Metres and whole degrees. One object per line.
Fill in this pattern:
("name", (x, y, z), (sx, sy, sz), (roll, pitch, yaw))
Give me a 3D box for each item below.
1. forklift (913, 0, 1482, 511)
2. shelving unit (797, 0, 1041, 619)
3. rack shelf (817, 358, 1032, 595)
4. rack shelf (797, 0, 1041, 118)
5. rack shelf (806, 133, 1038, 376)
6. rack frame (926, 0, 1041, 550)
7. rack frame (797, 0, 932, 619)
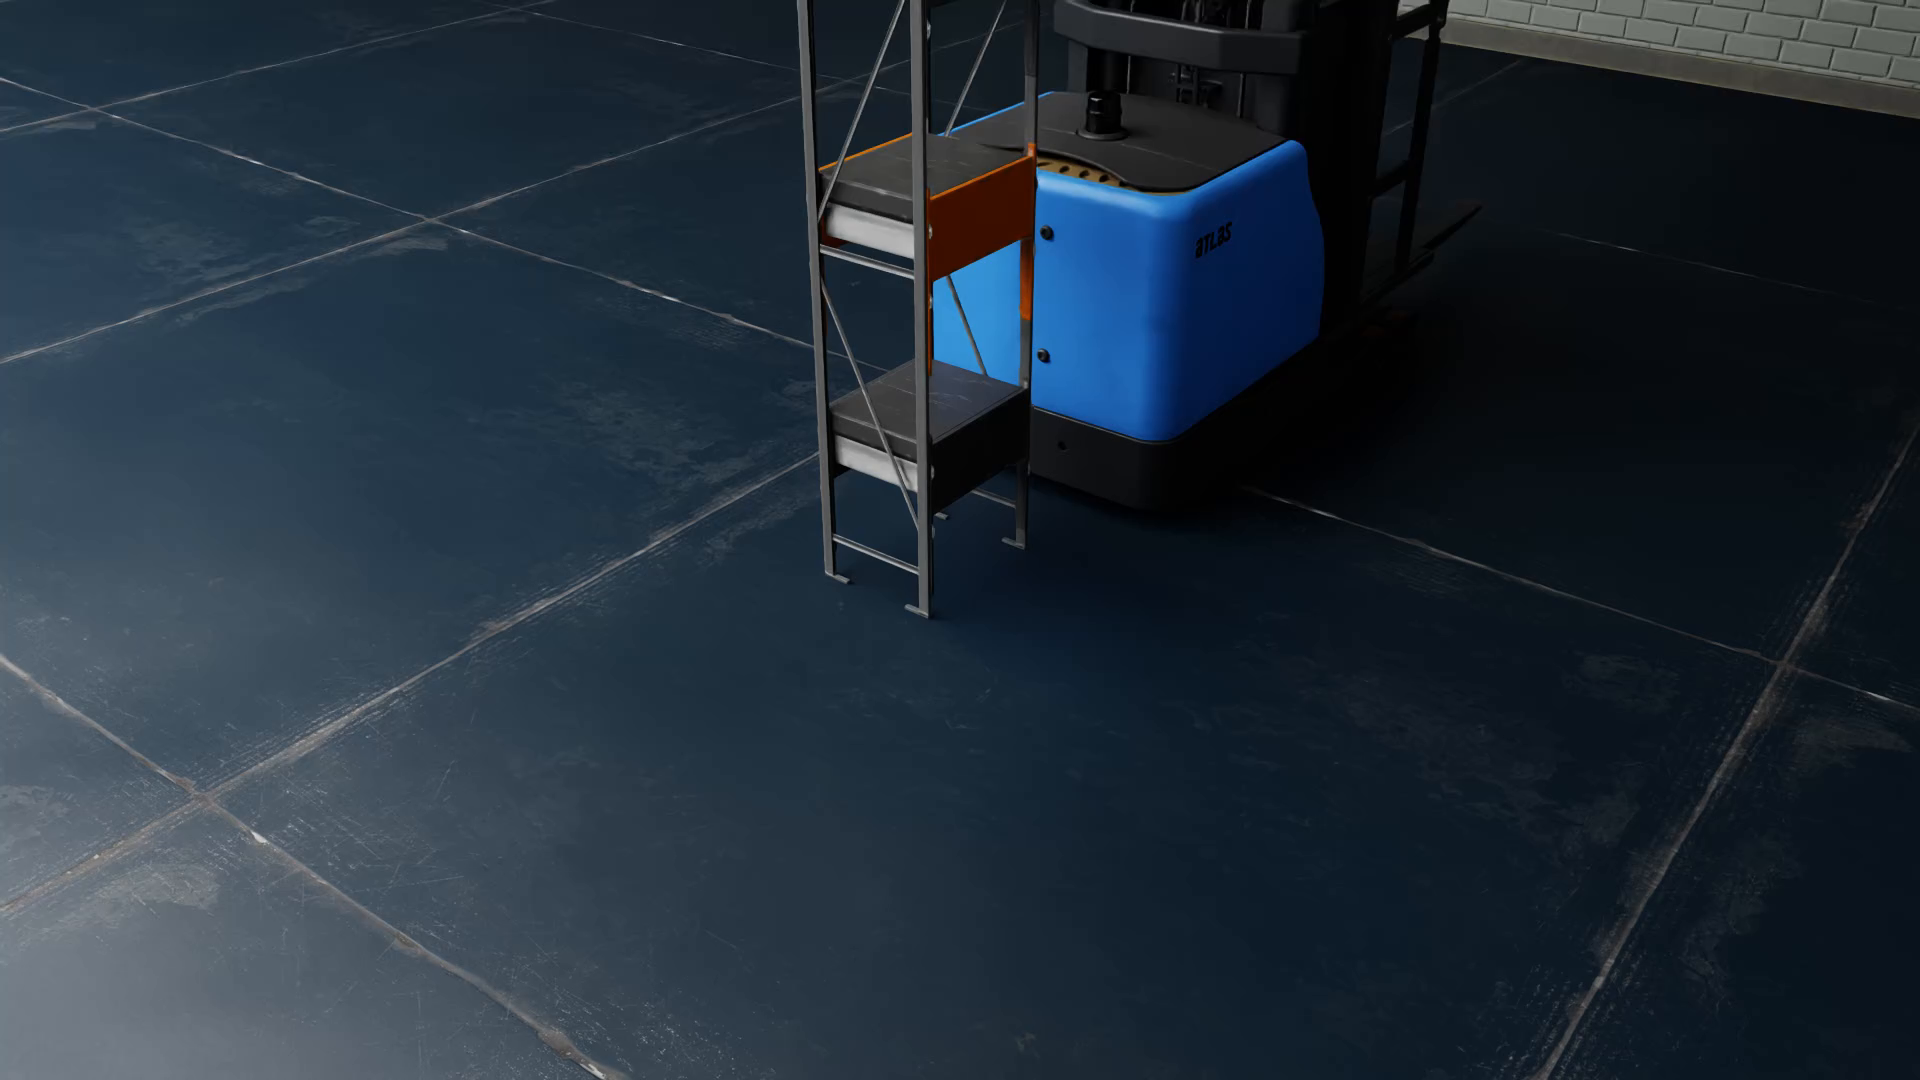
("forklift", (1.123, -2.046, 5.827), (1.130, 2.935, 3.031), (21, 37, 31))
("shelving unit", (-0.100, -0.836, 4.601), (0.431, 2.100, 0.503), (21, 37, 31))
("rack shelf", (-0.100, -0.222, 4.965), (0.431, 0.518, 0.480), (21, 37, 31))
("rack shelf", (-0.100, -1.426, 4.251), (0.431, 0.518, 0.480), (21, 37, 31))
("rack shelf", (-0.100, -0.824, 4.608), (0.431, 0.518, 0.480), (21, 37, 31))
("rack frame", (0.047, -0.935, 4.769), (0.400, 2.100, 0.015), (21, 37, 31))
("rack frame", (-0.247, -0.737, 4.434), (0.400, 2.100, 0.015), (21, 37, 31))
